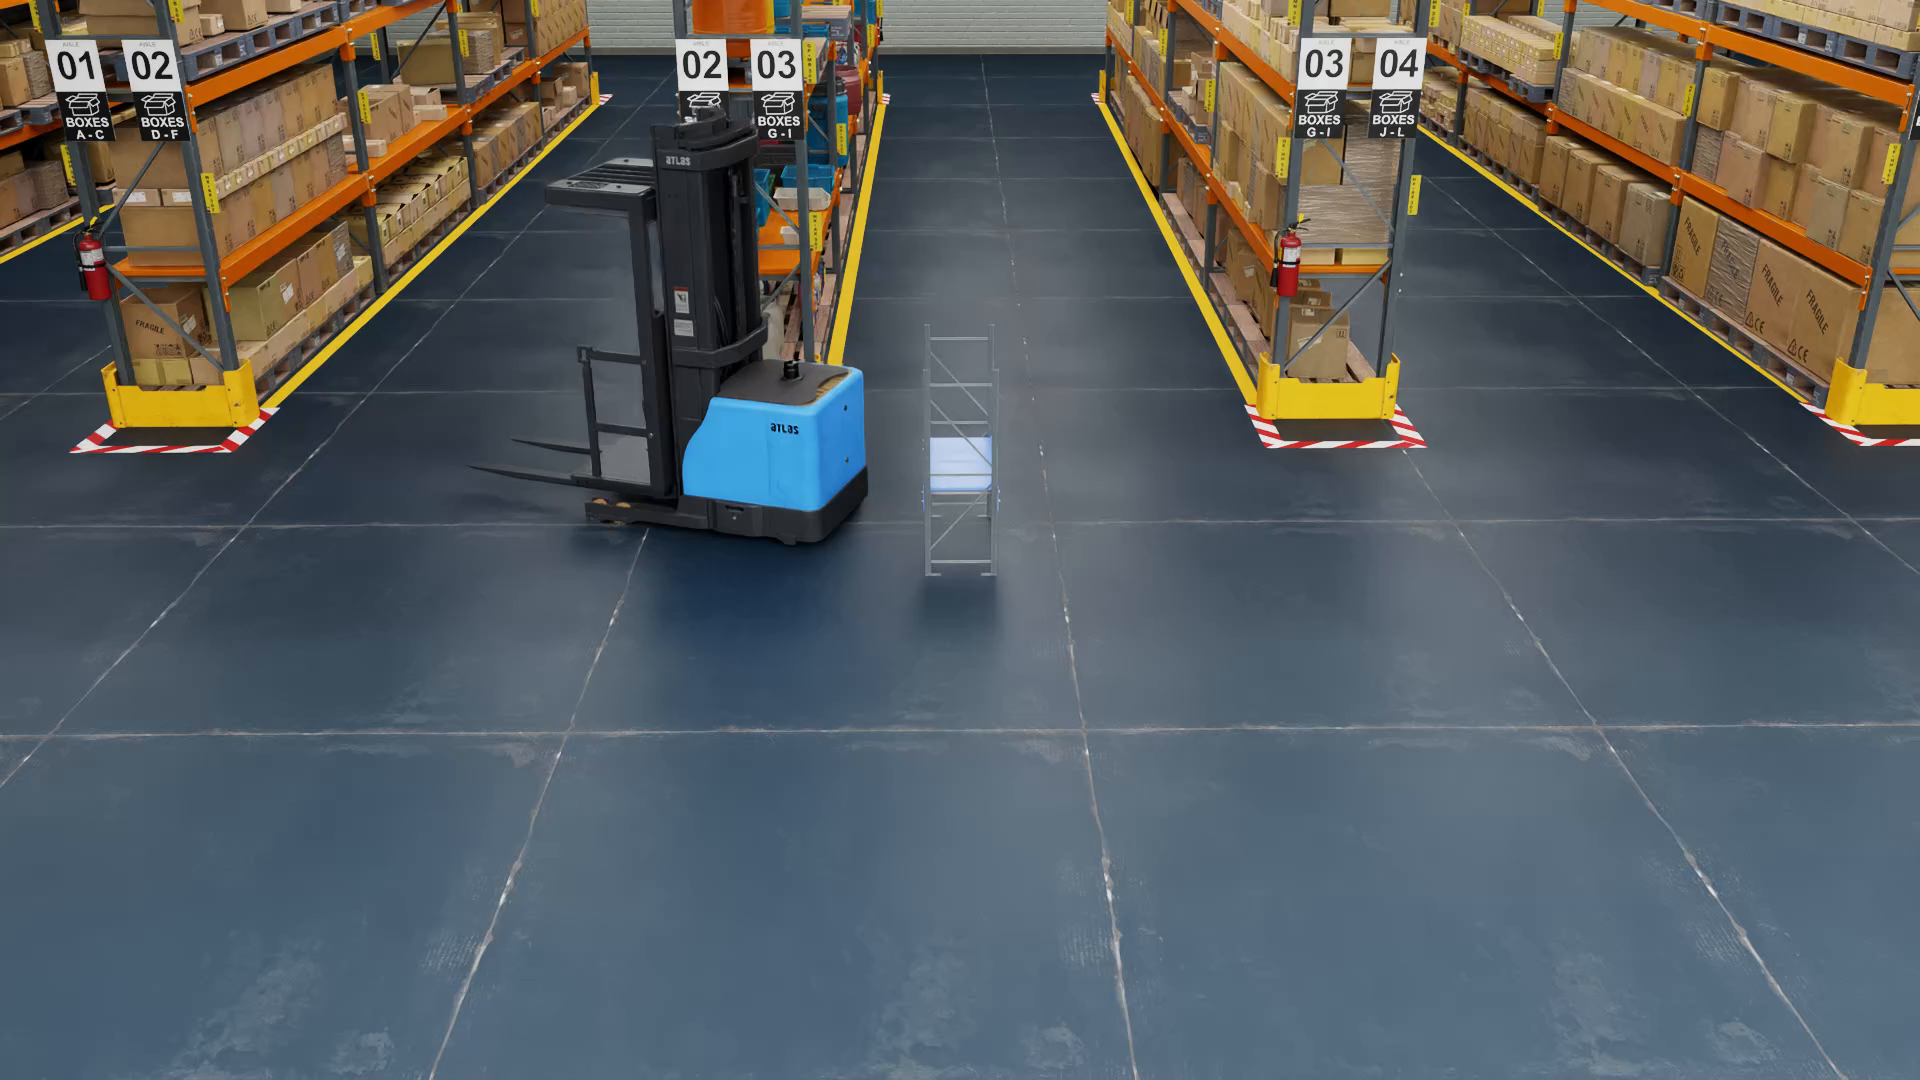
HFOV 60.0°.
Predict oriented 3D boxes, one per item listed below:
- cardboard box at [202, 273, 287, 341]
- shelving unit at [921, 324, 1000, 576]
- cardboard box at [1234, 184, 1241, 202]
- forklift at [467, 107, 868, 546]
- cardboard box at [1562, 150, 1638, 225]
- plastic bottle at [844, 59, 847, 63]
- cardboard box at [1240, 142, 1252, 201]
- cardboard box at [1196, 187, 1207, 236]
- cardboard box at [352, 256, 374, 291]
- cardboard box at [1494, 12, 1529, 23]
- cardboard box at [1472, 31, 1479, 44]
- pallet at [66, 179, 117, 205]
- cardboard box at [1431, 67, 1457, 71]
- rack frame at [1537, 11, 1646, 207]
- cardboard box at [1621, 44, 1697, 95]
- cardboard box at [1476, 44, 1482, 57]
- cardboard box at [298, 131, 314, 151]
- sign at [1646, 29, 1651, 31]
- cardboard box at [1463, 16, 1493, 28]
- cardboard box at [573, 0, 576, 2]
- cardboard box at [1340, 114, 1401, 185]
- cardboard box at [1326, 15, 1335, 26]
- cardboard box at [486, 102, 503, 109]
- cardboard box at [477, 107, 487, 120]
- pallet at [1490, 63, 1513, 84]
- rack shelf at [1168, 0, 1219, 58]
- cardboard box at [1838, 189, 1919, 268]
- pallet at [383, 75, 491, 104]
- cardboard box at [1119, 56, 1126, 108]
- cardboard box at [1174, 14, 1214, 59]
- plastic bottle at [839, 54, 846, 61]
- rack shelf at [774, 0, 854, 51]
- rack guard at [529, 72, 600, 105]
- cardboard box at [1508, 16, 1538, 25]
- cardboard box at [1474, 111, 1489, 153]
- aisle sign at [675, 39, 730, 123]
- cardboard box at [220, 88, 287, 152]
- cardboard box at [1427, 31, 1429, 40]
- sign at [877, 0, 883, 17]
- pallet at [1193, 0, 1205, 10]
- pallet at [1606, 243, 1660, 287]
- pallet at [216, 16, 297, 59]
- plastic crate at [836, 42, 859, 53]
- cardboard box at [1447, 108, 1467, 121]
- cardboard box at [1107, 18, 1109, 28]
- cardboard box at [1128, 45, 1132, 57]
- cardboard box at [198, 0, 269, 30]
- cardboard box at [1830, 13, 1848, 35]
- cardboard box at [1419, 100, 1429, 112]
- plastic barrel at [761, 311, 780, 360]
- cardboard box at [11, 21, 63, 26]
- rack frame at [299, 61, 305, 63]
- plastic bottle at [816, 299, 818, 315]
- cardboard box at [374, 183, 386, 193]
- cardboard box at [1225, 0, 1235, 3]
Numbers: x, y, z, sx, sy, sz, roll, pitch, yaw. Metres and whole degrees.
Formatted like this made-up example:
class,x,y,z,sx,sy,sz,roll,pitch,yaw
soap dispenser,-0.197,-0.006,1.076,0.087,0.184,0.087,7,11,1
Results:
class,x,y,z,sx,sy,sz,roll,pitch,yaw
cardboard box,-6.494,-2.122,15.103,0.500,0.500,0.500,0,24,-1
shelving unit,0.001,-0.648,11.747,0.538,1.500,1.048,0,24,-1
cardboard box,2.899,-3.386,16.285,0.380,0.149,0.250,0,24,-1
forklift,-2.278,-1.643,12.209,3.031,2.935,1.130,8,25,17
cardboard box,8.006,-4.289,20.197,1.050,0.750,0.750,0,24,0
plastic bottle,-1.531,-6.526,22.982,0.144,0.351,0.185,0,24,-1
cardboard box,3.143,-3.483,15.712,0.875,0.500,0.500,0,24,-1
cardboard box,3.181,-3.847,19.499,0.700,0.500,0.500,-2,24,-5
cardboard box,-6.523,-2.811,17.535,0.500,0.250,0.500,0,24,-1
cardboard box,8.279,-7.769,25.188,0.500,0.500,0.500,-1,24,-2
cardboard box,7.585,-7.217,23.886,0.380,0.149,0.250,0,24,1
pallet,-11.677,-4.742,22.361,1.003,0.211,1.213,0,24,-1
cardboard box,8.248,-7.977,28.359,0.380,0.149,0.250,0,24,0
rack frame,8.076,-5.734,21.172,1.000,3.000,0.127,0,24,-1
cardboard box,8.092,-5.420,19.143,0.700,0.500,0.500,0,24,-1
cardboard box,7.587,-6.974,23.709,0.380,0.149,0.250,0,24,0
cardboard box,-6.520,-3.873,16.149,0.380,0.149,0.250,0,24,-1
sign,8.631,-6.266,20.942,0.100,0.325,0.005,0,24,-1
cardboard box,7.577,-7.566,24.296,0.380,0.149,0.250,1,24,2
cardboard box,-6.591,-9.118,27.319,0.500,0.500,0.500,0,24,1
cardboard box,3.469,-3.322,14.142,0.500,0.500,0.500,0,24,-1
cardboard box,3.451,-4.588,14.695,0.380,0.149,0.250,-1,24,-3
cardboard box,-7.072,-6.220,24.746,0.500,0.500,0.500,-1,24,-3
cardboard box,-7.061,-6.150,23.680,0.500,0.250,0.500,0,24,0
pallet,8.014,-6.462,23.015,1.003,0.211,1.213,0,24,-1
rack shelf,3.137,-5.968,18.923,1.077,0.370,4.000,0,24,-1
cardboard box,8.114,-2.659,14.190,0.875,0.550,0.550,0,24,-1
pallet,-6.868,-5.902,21.776,1.213,0.211,1.003,0,24,-1
cardboard box,3.125,-7.635,27.444,0.875,0.875,0.875,0,24,-1
cardboard box,3.124,-6.558,21.654,0.797,0.503,0.637,1,24,1
plastic bottle,-1.667,-6.738,23.548,0.097,0.271,0.097,0,24,0
rack shelf,-1.815,-5.946,18.874,1.077,0.370,4.000,0,24,-1
rack guard,-6.877,-7.837,28.855,1.175,0.500,0.348,0,24,-1
cardboard box,8.232,-7.566,24.295,0.380,0.149,0.250,1,24,2
cardboard box,7.783,-5.911,24.087,0.500,0.500,0.500,1,24,2
aisle sign,-2.046,-3.588,13.273,0.394,0.787,0.004,0,24,-1
cardboard box,-6.719,-3.896,15.412,0.700,0.500,0.500,0,24,-1
cardboard box,7.733,-8.139,26.794,0.380,0.149,0.250,1,24,1
sign,-1.374,-9.111,28.441,0.100,0.325,0.005,0,24,-1
pallet,3.245,-6.069,18.500,1.213,0.211,1.003,0,24,-1
pallet,8.036,-3.133,18.805,1.003,0.211,1.213,0,24,-1
pallet,-6.701,-4.536,14.990,1.003,0.211,1.213,0,24,-1
plastic crate,-1.743,-7.479,25.278,0.396,0.136,0.243,0,24,-1
cardboard box,7.711,-6.539,25.540,0.380,0.149,0.250,0,24,0
cardboard box,2.702,-8.788,28.229,0.380,0.149,0.250,0,24,0
cardboard box,2.741,-7.412,25.186,0.380,0.149,0.250,0,24,0
cardboard box,-6.448,-4.767,14.593,0.500,0.500,0.500,0,24,-1
cardboard box,7.810,-4.482,14.437,0.380,0.149,0.250,-1,24,-1
cardboard box,7.705,-7.069,27.072,0.380,0.149,0.250,0,24,-1
plastic barrel,-1.833,-1.764,14.902,0.421,0.512,0.421,0,24,0
cardboard box,-12.010,-6.618,21.709,0.500,0.250,0.500,-1,24,-2
rack frame,-11.831,-8.983,28.356,1.000,3.000,0.127,0,24,-1
plastic bottle,-1.464,-2.332,16.512,0.097,0.201,0.097,0,24,0
cardboard box,-7.054,-4.049,19.593,0.500,0.311,0.500,-1,24,-1
cardboard box,2.855,-5.450,16.602,0.380,0.149,0.250,-1,24,-2
